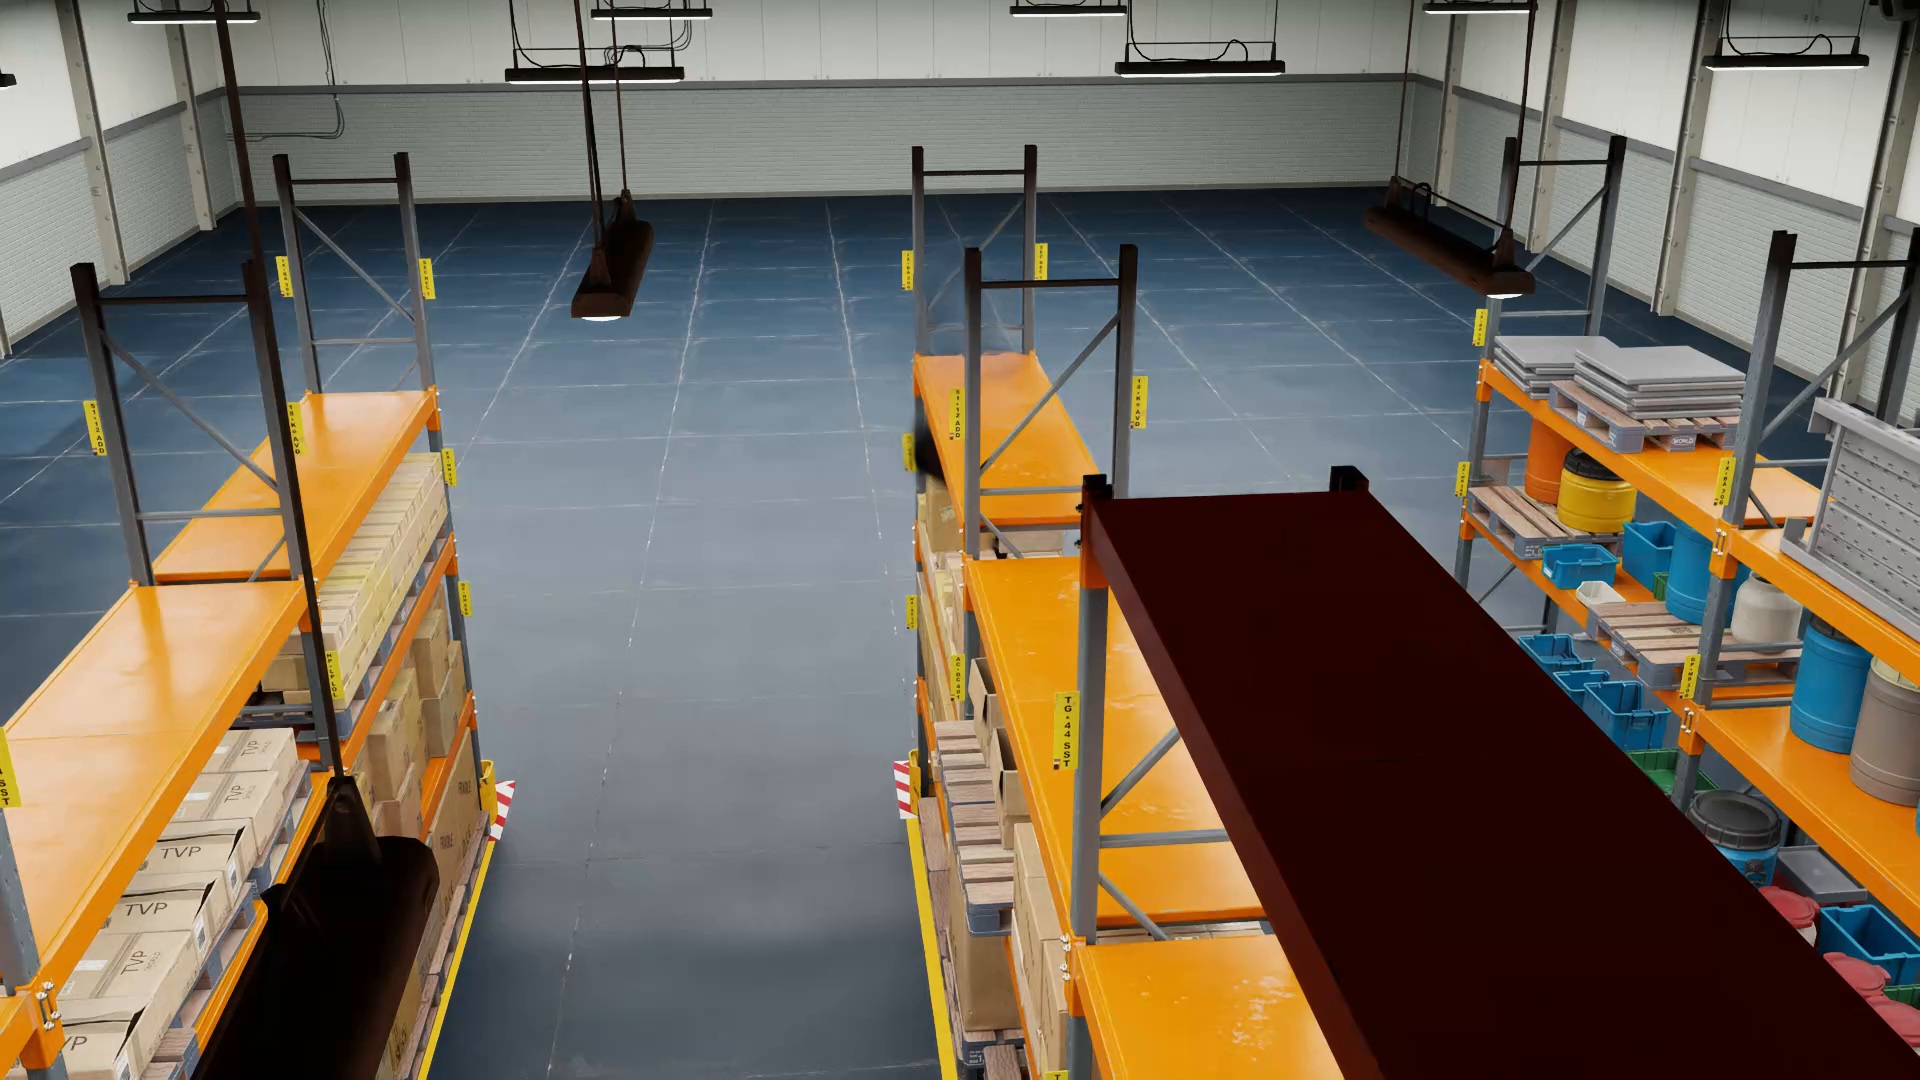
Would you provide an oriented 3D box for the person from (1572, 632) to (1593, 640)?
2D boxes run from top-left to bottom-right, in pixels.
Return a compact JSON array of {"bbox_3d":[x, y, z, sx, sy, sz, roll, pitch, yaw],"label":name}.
[{"bbox_3d":[6.975,0.344,18.535,0.538,1.659,0.604,10,24,24],"label":"person"}]
